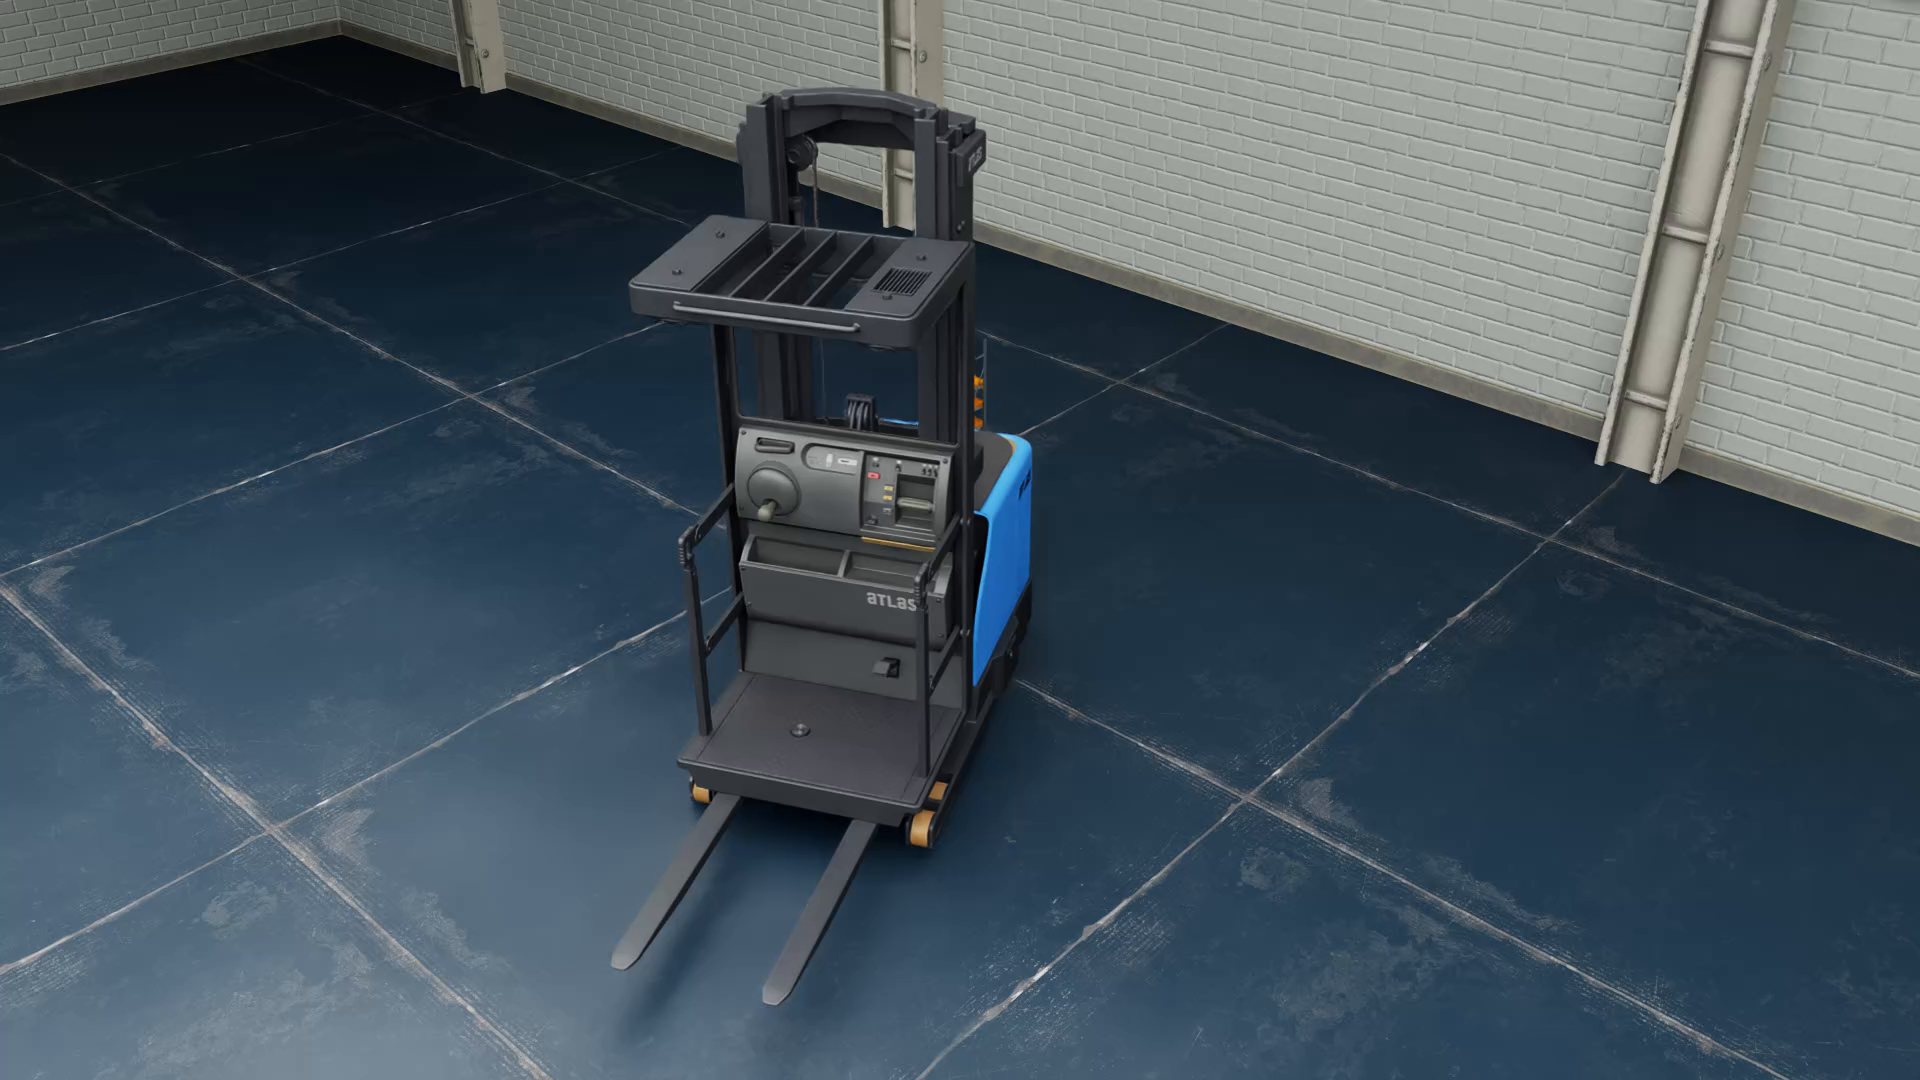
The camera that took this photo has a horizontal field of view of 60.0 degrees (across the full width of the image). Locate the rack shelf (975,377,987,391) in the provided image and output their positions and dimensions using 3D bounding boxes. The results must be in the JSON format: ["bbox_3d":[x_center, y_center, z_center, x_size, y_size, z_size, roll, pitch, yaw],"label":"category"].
[{"bbox_3d":[-0.011,-0.789,8.786,0.180,0.103,0.258,25,39,35],"label":"rack shelf"}]

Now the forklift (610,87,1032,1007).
[{"bbox_3d":[-0.548,-0.176,6.700,1.130,2.935,3.031,9,32,14],"label":"forklift"}]

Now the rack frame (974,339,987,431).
[{"bbox_3d":[0.057,-0.487,8.896,0.006,1.200,0.240,25,39,35],"label":"rack frame"}]

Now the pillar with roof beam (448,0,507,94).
[{"bbox_3d":[-7.716,-6.818,11.850,0.400,9.000,9.100,25,39,35],"label":"pillar with roof beam"}]

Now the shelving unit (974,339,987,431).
[{"bbox_3d":[-0.011,-0.519,8.949,0.189,1.200,0.258,25,39,35],"label":"shelving unit"}]

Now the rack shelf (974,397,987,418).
[{"bbox_3d":[-0.011,-0.687,8.848,0.180,0.103,0.258,25,39,35],"label":"rack shelf"}]

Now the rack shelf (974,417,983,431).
[{"bbox_3d":[-0.011,-0.584,8.910,0.180,0.103,0.258,25,39,35],"label":"rack shelf"}]

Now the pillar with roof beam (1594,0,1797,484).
[{"bbox_3d":[1.182,-2.664,4.951,0.400,9.000,9.100,25,39,35],"label":"pillar with roof beam"}]

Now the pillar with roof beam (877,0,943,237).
[{"bbox_3d":[-3.267,-4.741,8.400,0.400,9.000,9.100,25,39,35],"label":"pillar with roof beam"}]
